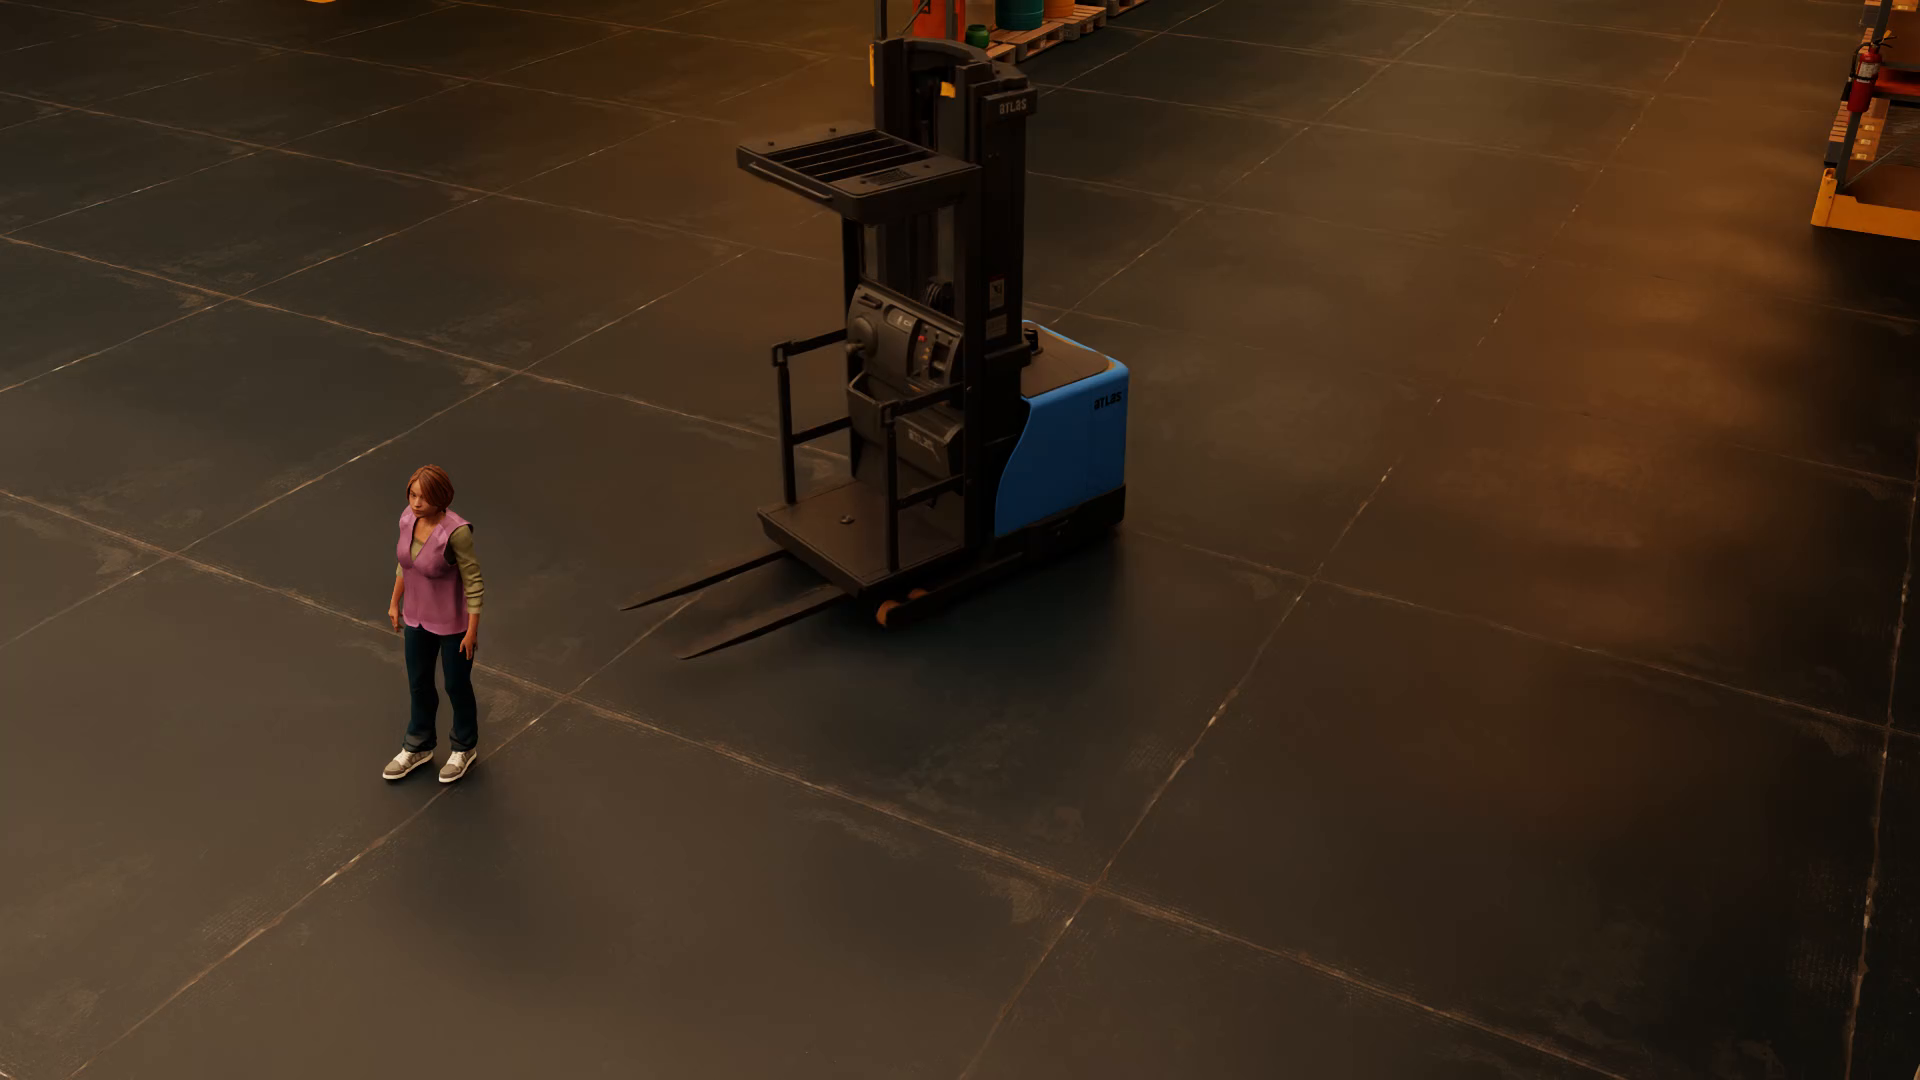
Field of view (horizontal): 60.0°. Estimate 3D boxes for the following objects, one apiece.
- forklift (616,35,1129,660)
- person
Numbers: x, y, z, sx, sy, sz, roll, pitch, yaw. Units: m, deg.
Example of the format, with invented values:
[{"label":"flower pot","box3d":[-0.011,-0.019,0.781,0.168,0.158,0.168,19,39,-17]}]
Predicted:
[{"label":"forklift","box3d":[-0.470,-1.071,8.926,3.031,2.935,1.130,-22,37,-33]},{"label":"person","box3d":[-2.455,0.412,7.677,0.520,1.596,0.475,14,33,23]}]
